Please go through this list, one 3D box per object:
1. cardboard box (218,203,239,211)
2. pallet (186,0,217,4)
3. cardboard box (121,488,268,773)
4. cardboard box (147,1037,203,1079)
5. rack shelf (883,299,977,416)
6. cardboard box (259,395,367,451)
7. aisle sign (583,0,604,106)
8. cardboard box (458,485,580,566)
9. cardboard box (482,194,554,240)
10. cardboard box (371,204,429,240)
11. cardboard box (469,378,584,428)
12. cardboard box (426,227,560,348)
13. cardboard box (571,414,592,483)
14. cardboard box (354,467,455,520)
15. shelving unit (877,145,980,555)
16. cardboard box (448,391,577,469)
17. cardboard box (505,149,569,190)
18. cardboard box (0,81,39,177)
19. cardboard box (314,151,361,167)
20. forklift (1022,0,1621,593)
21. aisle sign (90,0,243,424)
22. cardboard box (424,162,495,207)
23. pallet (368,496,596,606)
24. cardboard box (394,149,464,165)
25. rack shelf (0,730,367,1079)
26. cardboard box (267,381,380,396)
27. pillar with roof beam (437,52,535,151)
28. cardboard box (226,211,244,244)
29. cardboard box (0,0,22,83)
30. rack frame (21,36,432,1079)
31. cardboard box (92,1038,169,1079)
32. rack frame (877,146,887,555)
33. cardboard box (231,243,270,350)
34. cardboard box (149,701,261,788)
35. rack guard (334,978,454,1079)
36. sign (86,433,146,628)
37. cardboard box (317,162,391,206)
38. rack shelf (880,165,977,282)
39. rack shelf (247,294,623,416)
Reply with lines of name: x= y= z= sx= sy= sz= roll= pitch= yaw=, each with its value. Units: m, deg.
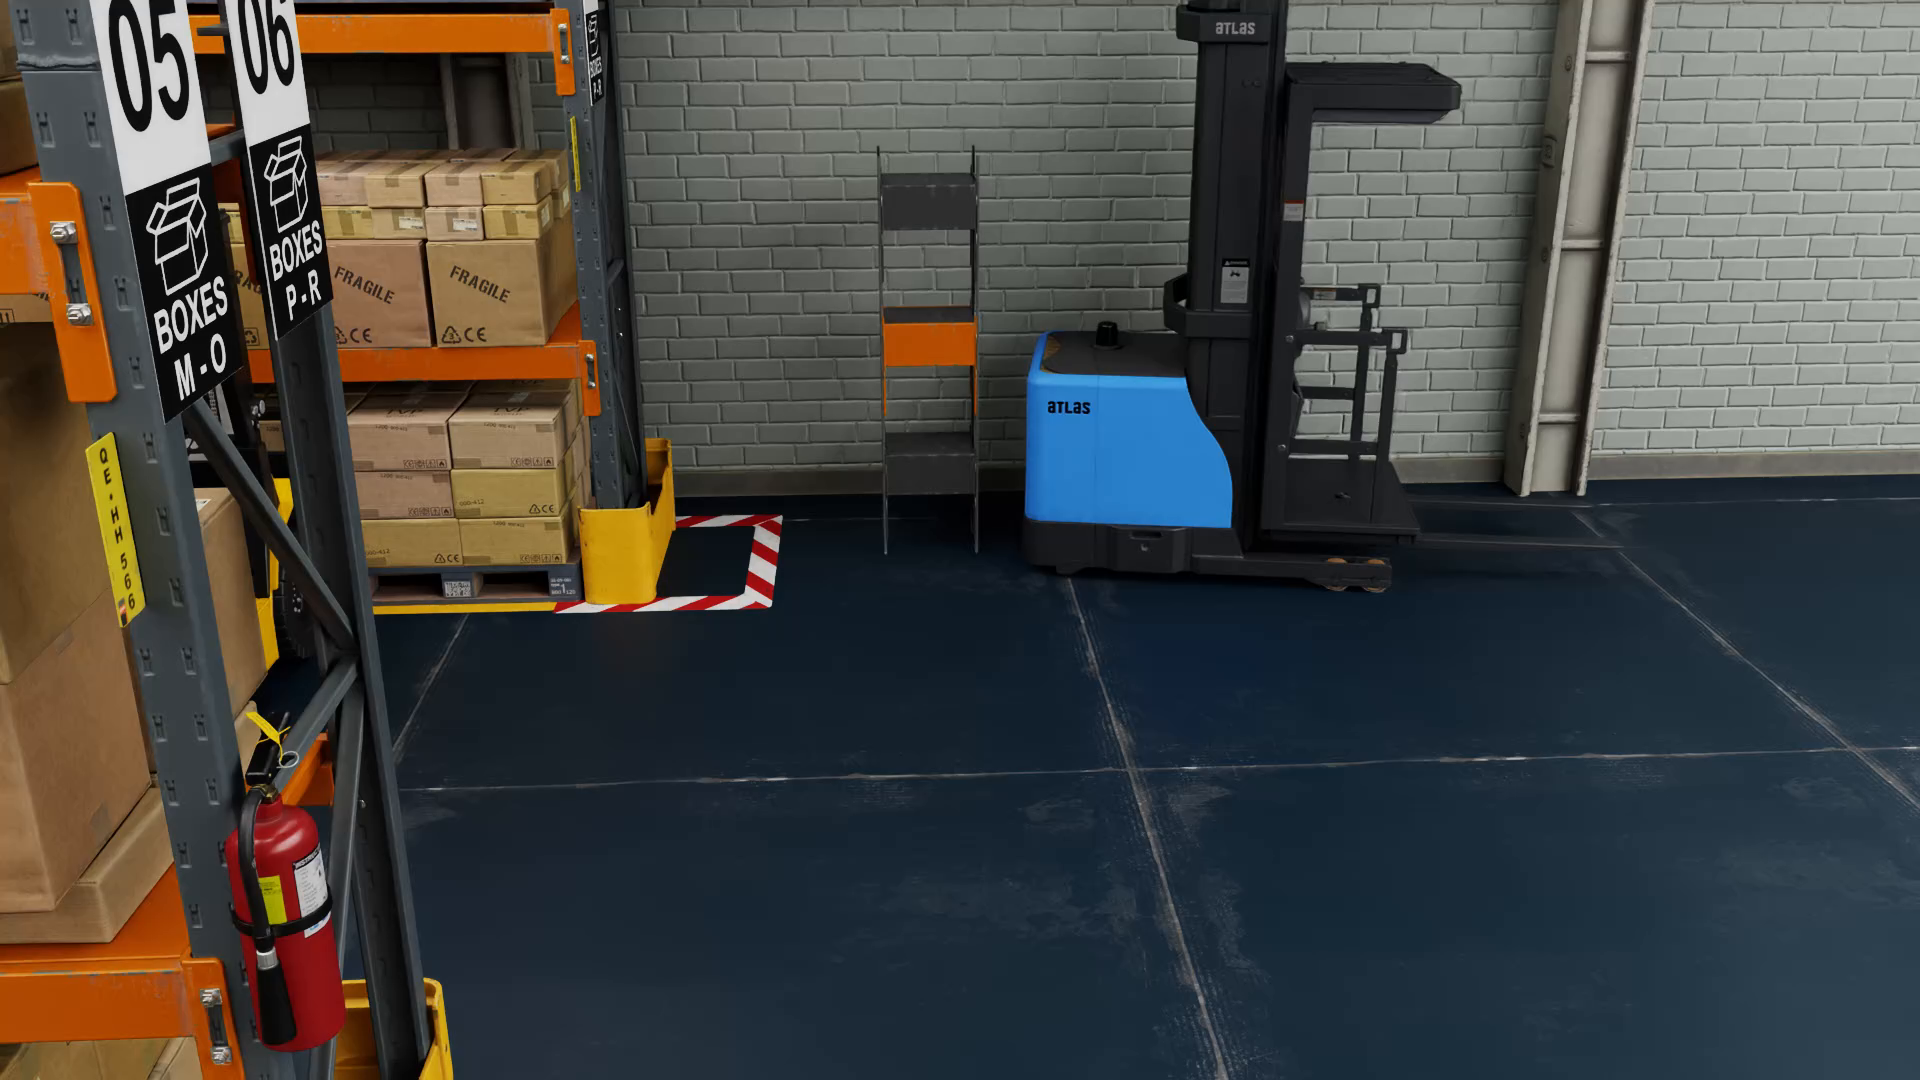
cardboard box: x=-3.372 y=-1.633 z=7.725 sx=0.250 sy=0.149 sz=0.380 roll=-1 pitch=21 yaw=-2
pallet: x=-3.686 y=-2.618 z=7.689 sx=1.213 sy=0.211 sz=1.003 roll=-1 pitch=21 yaw=-3
cardboard box: x=-1.959 y=0.200 z=3.820 sx=0.500 sy=0.500 sz=0.500 roll=-1 pitch=21 yaw=-4
cardboard box: x=-2.292 y=1.482 z=4.287 sx=0.500 sy=0.250 sz=0.500 roll=-1 pitch=21 yaw=-3
rack shelf: x=-0.165 y=-0.965 z=8.743 sx=0.480 sy=0.518 sz=0.431 roll=-1 pitch=21 yaw=-3
cardboard box: x=-3.212 y=-0.520 z=8.141 sx=0.500 sy=0.250 sz=0.500 roll=-1 pitch=21 yaw=-2
aisle sign: x=-1.675 y=-2.400 z=7.555 sx=0.004 sy=0.787 sz=0.394 roll=-1 pitch=21 yaw=-3
cardboard box: x=-2.209 y=-0.078 z=8.383 sx=0.500 sy=0.250 sz=0.500 roll=-1 pitch=21 yaw=-3
cardboard box: x=-2.088 y=-1.531 z=7.875 sx=0.250 sy=0.149 sz=0.380 roll=-1 pitch=21 yaw=-2
cardboard box: x=-2.604 y=-1.532 z=7.877 sx=0.250 sy=0.149 sz=0.380 roll=-1 pitch=21 yaw=-2
cardboard box: x=-2.248 y=-0.724 z=8.676 sx=0.500 sy=0.250 sz=0.500 roll=-1 pitch=21 yaw=-4
cardboard box: x=-2.234 y=-1.232 z=7.999 sx=0.500 sy=0.500 sz=0.500 roll=-2 pitch=21 yaw=-4
cardboard box: x=-2.239 y=-0.497 z=8.783 sx=0.500 sy=0.250 sz=0.500 roll=-1 pitch=21 yaw=-2
cardboard box: x=-2.727 y=-0.306 z=8.280 sx=0.500 sy=0.250 sz=0.500 roll=-1 pitch=21 yaw=-4
shelving unit: x=-0.165 y=-0.978 z=8.739 sx=0.503 sy=2.100 sz=0.431 roll=-1 pitch=21 yaw=-3
cardboard box: x=-2.199 y=-0.546 z=8.210 sx=0.500 sy=0.250 sz=0.500 roll=0 pitch=21 yaw=-1
cardboard box: x=-2.105 y=-1.846 z=8.284 sx=0.250 sy=0.149 sz=0.380 roll=-2 pitch=21 yaw=-4
cardboard box: x=-1.811 y=-0.703 z=2.888 sx=0.250 sy=0.149 sz=0.380 roll=-1 pitch=21 yaw=-3
cardboard box: x=-3.141 y=-1.828 z=8.237 sx=0.250 sy=0.149 sz=0.380 roll=-1 pitch=21 yaw=-1
forklift: x=1.874 y=-1.302 z=8.422 sx=3.031 sy=2.935 sz=1.130 roll=2 pitch=21 yaw=6
aisle sign: x=-1.392 y=-0.638 z=2.928 sx=0.004 sy=0.787 sz=0.394 roll=-1 pitch=21 yaw=-3
cardboard box: x=-2.348 y=-1.679 z=7.844 sx=0.250 sy=0.149 sz=0.380 roll=-1 pitch=21 yaw=-3
pallet: x=-2.519 y=0.045 z=8.705 sx=1.213 sy=0.211 sz=1.003 roll=-1 pitch=21 yaw=-3
cardboard box: x=-2.631 y=-1.842 z=8.274 sx=0.250 sy=0.149 sz=0.380 roll=-1 pitch=21 yaw=-2
rack shelf: x=-3.467 y=0.852 z=3.679 sx=4.000 sy=0.370 sz=1.077 roll=-1 pitch=21 yaw=-3
cardboard box: x=-3.247 y=-0.706 z=8.629 sx=0.500 sy=0.250 sz=0.500 roll=-1 pitch=21 yaw=-3
pillar with roof beam: x=-2.258 y=-2.869 z=4.008 sx=0.400 sy=9.000 sz=9.100 roll=-1 pitch=21 yaw=-3
cardboard box: x=-3.367 y=-1.497 z=7.784 sx=0.250 sy=0.149 sz=0.380 roll=-1 pitch=21 yaw=-3
cardboard box: x=-1.966 y=-0.890 z=2.819 sx=0.500 sy=0.250 sz=0.500 roll=-1 pitch=21 yaw=-4
rack frame: x=-1.470 y=0.475 z=3.657 sx=0.127 sy=3.000 sz=1.000 roll=-1 pitch=21 yaw=-3
cardboard box: x=-2.315 y=1.132 z=4.152 sx=0.500 sy=0.500 sz=0.500 roll=-2 pitch=21 yaw=-5
rack frame: x=-0.409 y=-0.973 z=8.725 sx=0.015 sy=2.100 sz=0.400 roll=-1 pitch=21 yaw=-3
cardboard box: x=-3.264 y=-1.214 z=7.953 sx=0.500 sy=0.500 sz=0.500 roll=-2 pitch=21 yaw=-4
cardboard box: x=-1.821 y=0.526 z=3.877 sx=0.250 sy=0.149 sz=0.380 roll=-1 pitch=21 yaw=-3
rack guard: x=-1.546 y=1.645 z=4.098 sx=0.348 sy=0.500 sz=1.175 roll=-1 pitch=21 yaw=-3
sign: x=-1.459 y=-0.016 z=2.876 sx=0.005 sy=0.325 sz=0.100 roll=-1 pitch=21 yaw=-3
cardboard box: x=-2.860 y=-1.685 z=7.861 sx=0.250 sy=0.149 sz=0.380 roll=-1 pitch=21 yaw=-3
rack shelf: x=-0.165 y=-1.619 z=8.494 sx=0.480 sy=0.518 sz=0.431 roll=-1 pitch=21 yaw=-3
rack shelf: x=-3.754 y=-0.911 z=8.310 sx=4.000 sy=0.370 sz=1.077 roll=-1 pitch=21 yaw=-3
